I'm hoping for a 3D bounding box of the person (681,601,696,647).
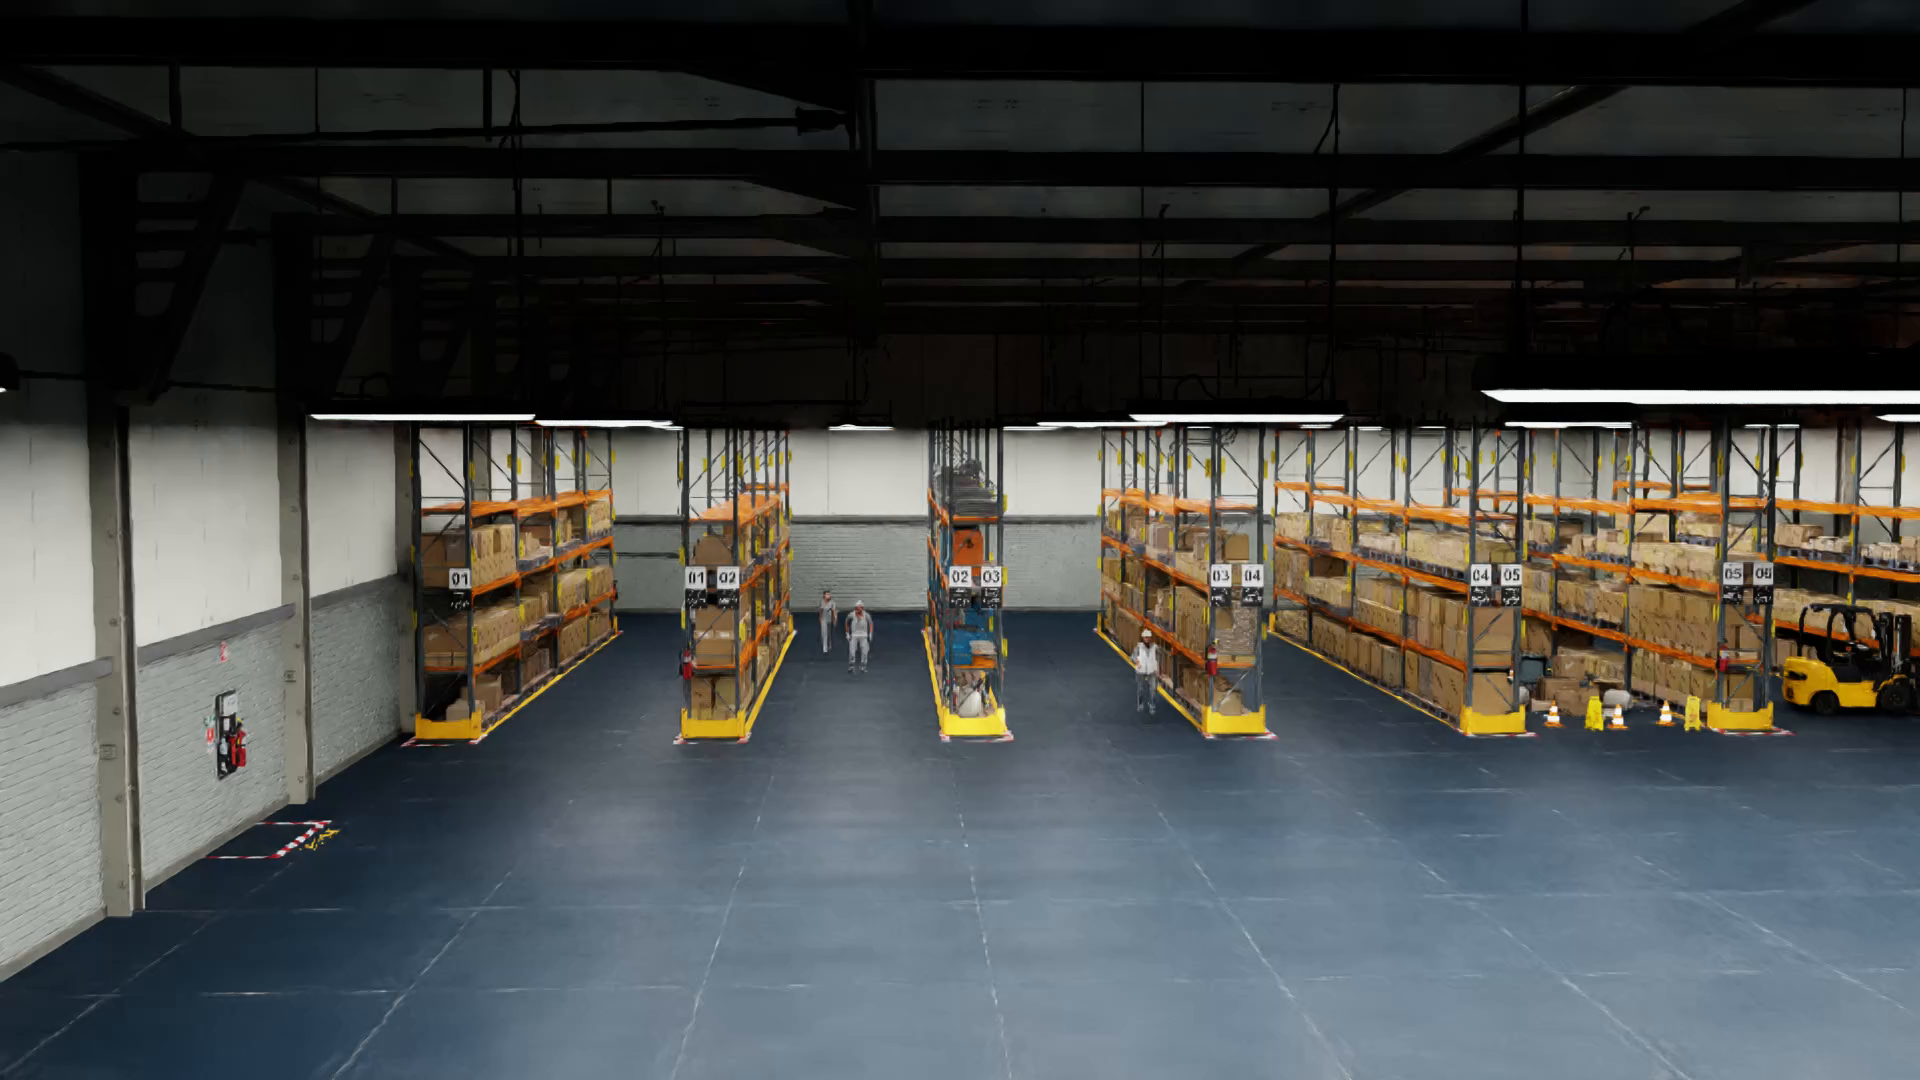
[{"bbox_3d":[-6.990,2.073,43.577,0.639,1.632,0.512,0,4,-5],"label":"person"}]

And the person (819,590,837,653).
[{"bbox_3d":[-3.419,2.100,43.113,0.455,1.612,1.019,0,4,-4],"label":"person"}]

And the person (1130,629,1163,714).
[{"bbox_3d":[3.797,2.655,33.900,0.680,1.709,0.866,0,4,3],"label":"person"}]

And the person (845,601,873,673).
[{"bbox_3d":[-2.394,2.291,39.394,0.677,1.742,0.552,0,4,-4],"label":"person"}]
